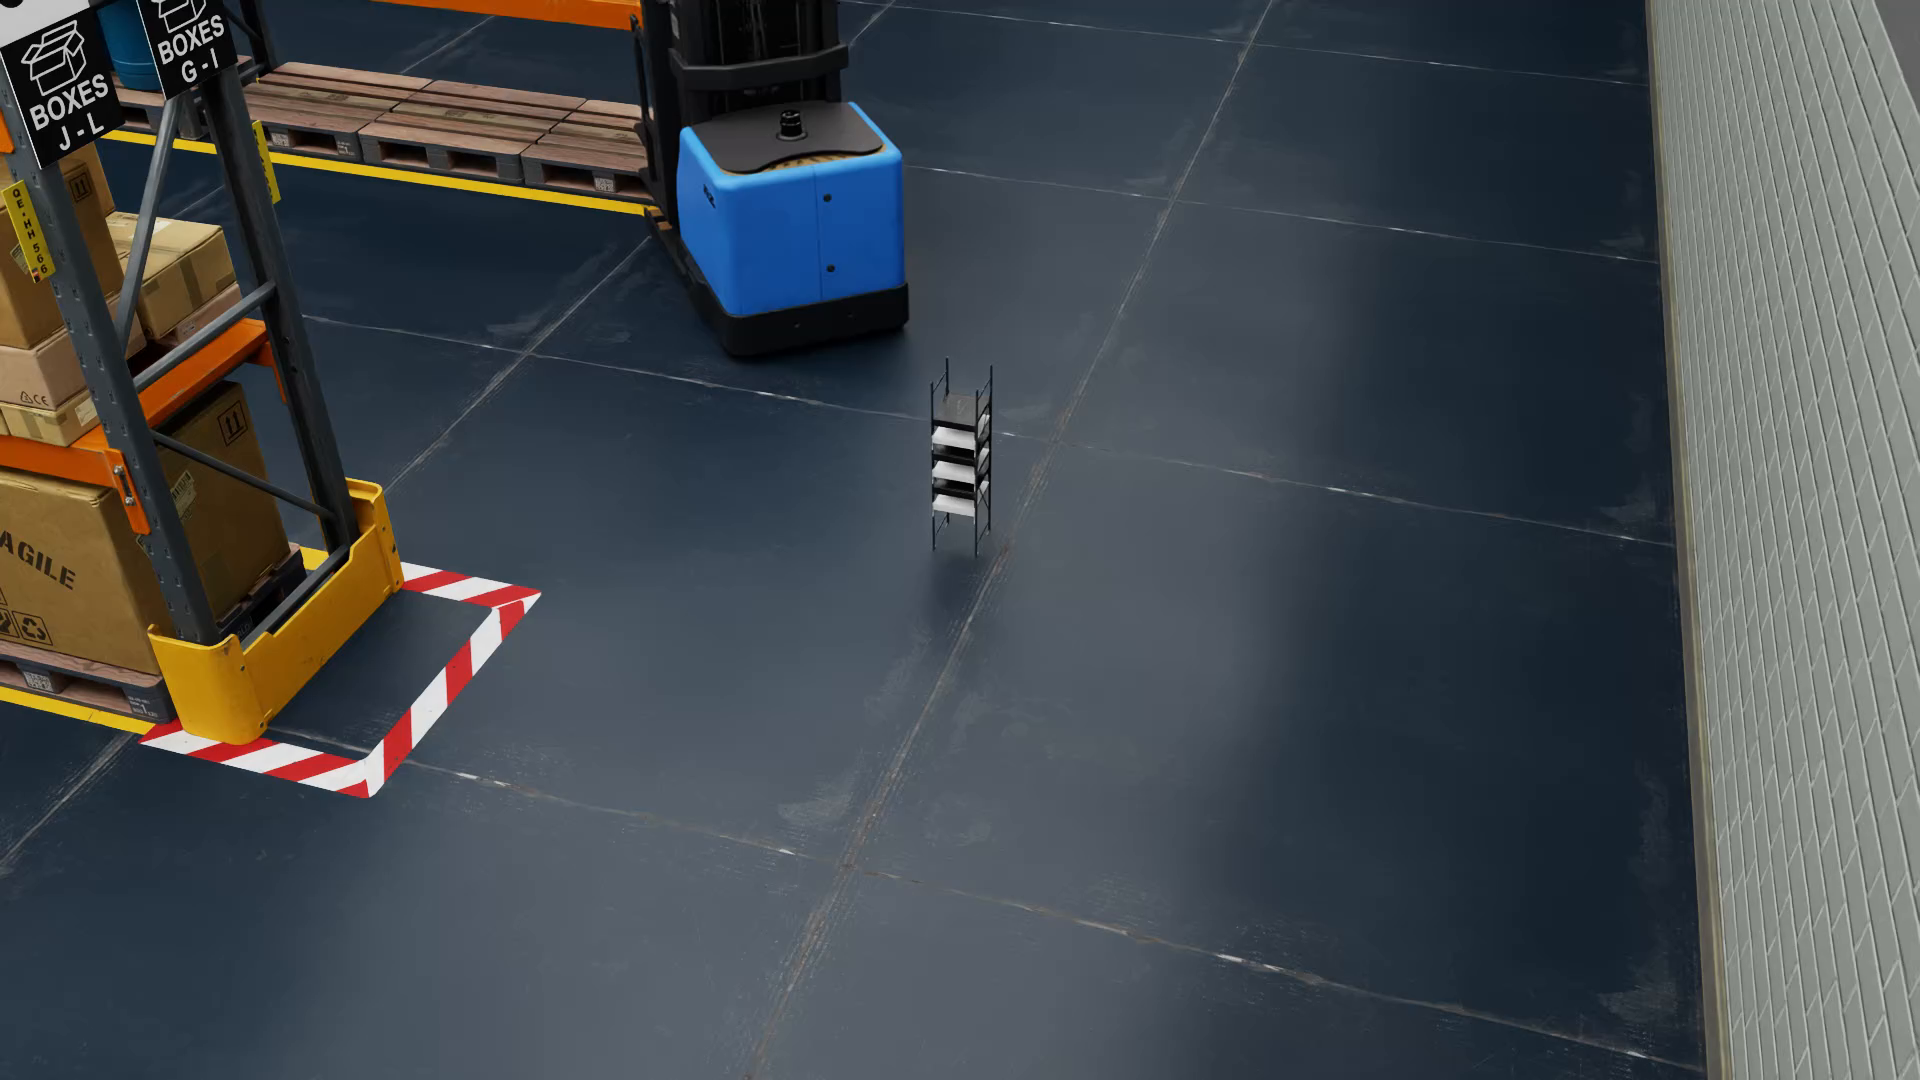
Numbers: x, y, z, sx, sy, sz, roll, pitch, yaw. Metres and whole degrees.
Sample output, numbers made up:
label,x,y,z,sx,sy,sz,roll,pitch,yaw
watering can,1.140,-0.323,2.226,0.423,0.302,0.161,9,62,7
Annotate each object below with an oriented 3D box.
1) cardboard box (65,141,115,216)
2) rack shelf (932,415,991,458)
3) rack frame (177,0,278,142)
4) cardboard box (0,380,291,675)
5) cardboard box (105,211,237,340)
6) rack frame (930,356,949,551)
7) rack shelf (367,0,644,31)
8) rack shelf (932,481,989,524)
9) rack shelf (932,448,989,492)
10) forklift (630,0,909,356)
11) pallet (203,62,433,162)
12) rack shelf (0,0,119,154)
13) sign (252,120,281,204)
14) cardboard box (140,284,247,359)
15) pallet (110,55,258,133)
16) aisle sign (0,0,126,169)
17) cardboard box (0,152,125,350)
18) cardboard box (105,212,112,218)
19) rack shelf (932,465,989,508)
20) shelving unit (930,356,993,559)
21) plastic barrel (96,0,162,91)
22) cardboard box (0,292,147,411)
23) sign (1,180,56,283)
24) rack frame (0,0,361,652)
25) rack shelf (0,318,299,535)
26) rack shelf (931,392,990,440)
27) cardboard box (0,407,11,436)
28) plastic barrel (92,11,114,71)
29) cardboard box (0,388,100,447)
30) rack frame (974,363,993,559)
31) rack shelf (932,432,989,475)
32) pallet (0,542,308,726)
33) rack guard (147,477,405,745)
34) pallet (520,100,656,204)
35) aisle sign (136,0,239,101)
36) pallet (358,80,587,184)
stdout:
label,x,y,z,sx,sy,sz,roll,pitch,yaw
cardboard box,-3.702,-1.431,6.407,0.500,0.500,0.500,10,37,13
rack shelf,0.008,-0.479,7.394,0.200,0.077,0.258,10,38,14
rack frame,-5.188,-4.253,10.998,0.127,3.000,1.000,10,38,14
cardboard box,-3.481,-0.125,6.828,0.875,0.875,0.875,10,38,14
cardboard box,-3.224,-1.041,6.509,0.500,0.250,0.500,10,37,13
rack frame,-0.089,-0.379,7.506,0.006,0.900,0.240,10,38,14
rack shelf,-3.279,-3.610,10.731,4.000,0.370,1.077,10,38,14
rack shelf,0.008,-0.189,7.608,0.200,0.077,0.258,10,38,14
rack shelf,0.008,-0.334,7.501,0.200,0.077,0.258,10,38,14
forklift,-1.308,-3.044,9.414,1.130,2.935,3.031,-13,38,-18
pallet,-4.474,-3.022,11.678,1.213,0.211,1.003,10,38,14
rack shelf,-4.756,-2.016,6.035,4.000,0.370,1.077,10,38,14
sign,-2.675,-1.437,6.375,0.005,0.325,0.100,10,38,14
cardboard box,-3.087,-0.892,6.644,0.250,0.149,0.380,11,38,14
pallet,-5.912,-3.290,12.042,1.213,0.211,1.003,10,38,14
aisle sign,-2.867,-1.608,5.212,0.004,0.787,0.394,10,38,14
cardboard box,-3.390,-1.043,5.879,0.500,0.500,0.500,11,38,14
cardboard box,-3.722,-1.129,6.629,0.500,0.250,0.500,10,38,13
rack shelf,0.008,-0.262,7.554,0.200,0.077,0.258,10,38,14
shelving unit,0.008,-0.361,7.481,0.210,0.900,0.258,10,38,14
plastic barrel,-5.702,-3.683,11.640,0.708,0.901,0.600,10,38,14
cardboard box,-3.388,-0.739,6.099,0.500,0.250,0.500,10,38,13
sign,-3.022,-1.001,5.403,0.005,0.325,0.100,10,38,14
rack frame,-2.847,-0.744,6.230,0.127,3.000,1.000,10,38,14
rack shelf,-4.756,-0.808,6.924,4.000,0.370,1.077,10,38,14
rack shelf,0.008,-0.552,7.341,0.200,0.077,0.258,10,38,14
cardboard box,-3.533,-0.564,6.198,0.250,0.149,0.380,11,38,14
plastic barrel,-6.378,-3.808,11.810,0.708,0.901,0.600,10,38,14
cardboard box,-3.285,-0.519,6.137,0.250,0.149,0.380,11,38,15
rack frame,0.105,-0.343,7.457,0.006,0.900,0.240,10,38,14
rack shelf,0.008,-0.407,7.448,0.200,0.077,0.258,10,38,14
pallet,-3.633,0.282,7.189,1.213,0.211,1.003,10,38,14
rack guard,-2.824,0.267,6.965,0.348,0.500,1.175,10,38,14
pallet,-2.145,-2.591,11.092,1.213,0.211,1.003,10,38,14
aisle sign,-2.688,-1.948,5.673,0.004,0.787,0.394,10,38,14
pallet,-3.306,-2.808,11.387,1.213,0.211,1.003,10,38,14
